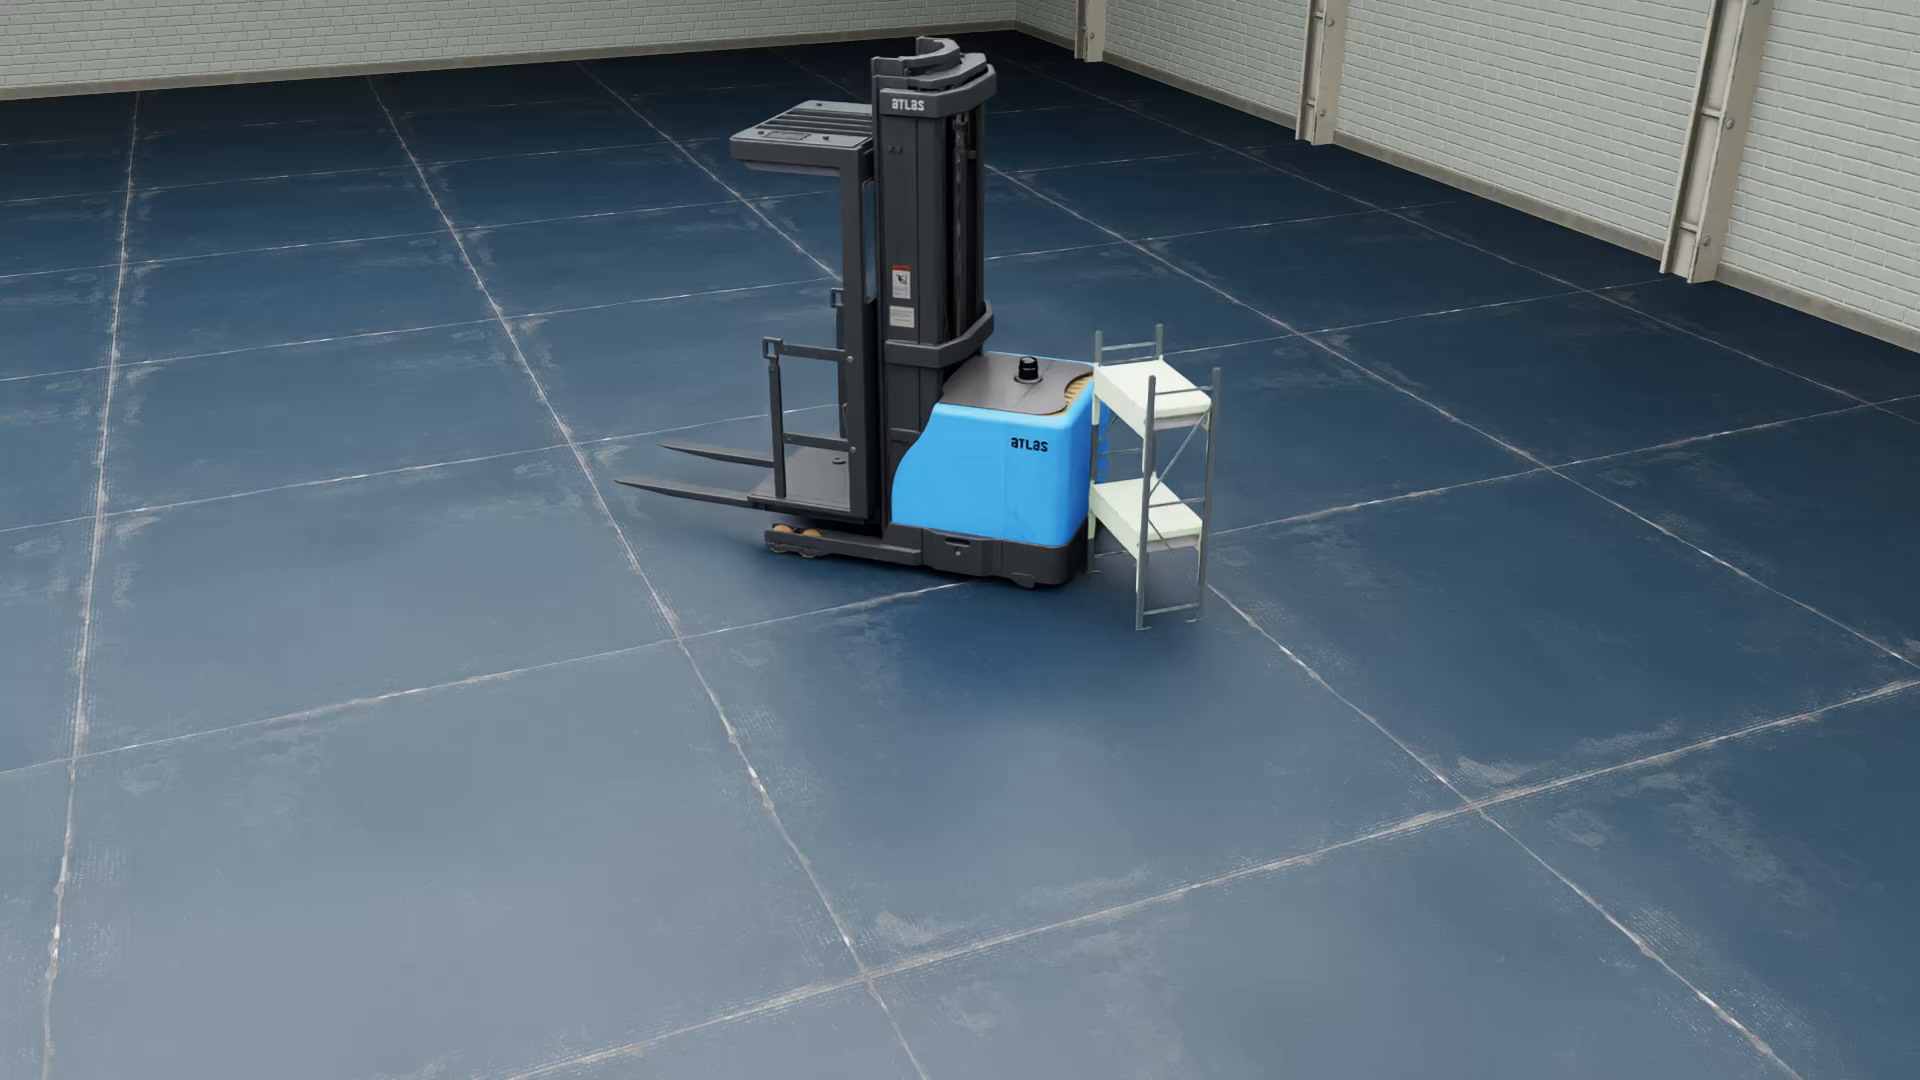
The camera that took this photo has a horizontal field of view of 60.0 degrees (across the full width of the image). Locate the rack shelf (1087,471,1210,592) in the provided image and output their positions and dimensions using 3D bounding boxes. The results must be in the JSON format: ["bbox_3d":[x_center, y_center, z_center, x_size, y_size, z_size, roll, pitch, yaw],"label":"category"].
[{"bbox_3d":[1.053,-0.056,9.398,0.431,0.370,0.720,-8,27,-16],"label":"rack shelf"}]

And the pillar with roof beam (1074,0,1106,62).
[{"bbox_3d":[-2.008,-10.566,21.633,9.100,9.000,0.400,-11,28,-21],"label":"pillar with roof beam"}]

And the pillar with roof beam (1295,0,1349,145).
[{"bbox_3d":[0.342,-8.143,16.672,9.100,9.000,0.400,-11,28,-21],"label":"pillar with roof beam"}]

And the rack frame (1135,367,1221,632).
[{"bbox_3d":[1.165,-0.196,8.942,0.400,1.500,0.023,-8,27,-16],"label":"rack frame"}]

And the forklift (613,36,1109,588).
[{"bbox_3d":[-0.659,-1.417,9.812,3.031,2.935,1.130,9,27,17],"label":"forklift"}]

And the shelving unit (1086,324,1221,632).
[{"bbox_3d":[1.053,-0.349,9.254,0.431,1.500,0.755,-8,27,-16],"label":"shelving unit"}]

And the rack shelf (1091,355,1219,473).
[{"bbox_3d":[1.053,-0.699,9.083,0.431,0.370,0.720,-8,27,-16],"label":"rack shelf"}]

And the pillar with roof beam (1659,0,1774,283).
[{"bbox_3d":[2.691,-5.721,11.711,9.100,9.000,0.400,-11,28,-21],"label":"pillar with roof beam"}]

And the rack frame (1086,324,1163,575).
[{"bbox_3d":[0.940,-0.501,9.567,0.400,1.500,0.023,-8,27,-16],"label":"rack frame"}]
